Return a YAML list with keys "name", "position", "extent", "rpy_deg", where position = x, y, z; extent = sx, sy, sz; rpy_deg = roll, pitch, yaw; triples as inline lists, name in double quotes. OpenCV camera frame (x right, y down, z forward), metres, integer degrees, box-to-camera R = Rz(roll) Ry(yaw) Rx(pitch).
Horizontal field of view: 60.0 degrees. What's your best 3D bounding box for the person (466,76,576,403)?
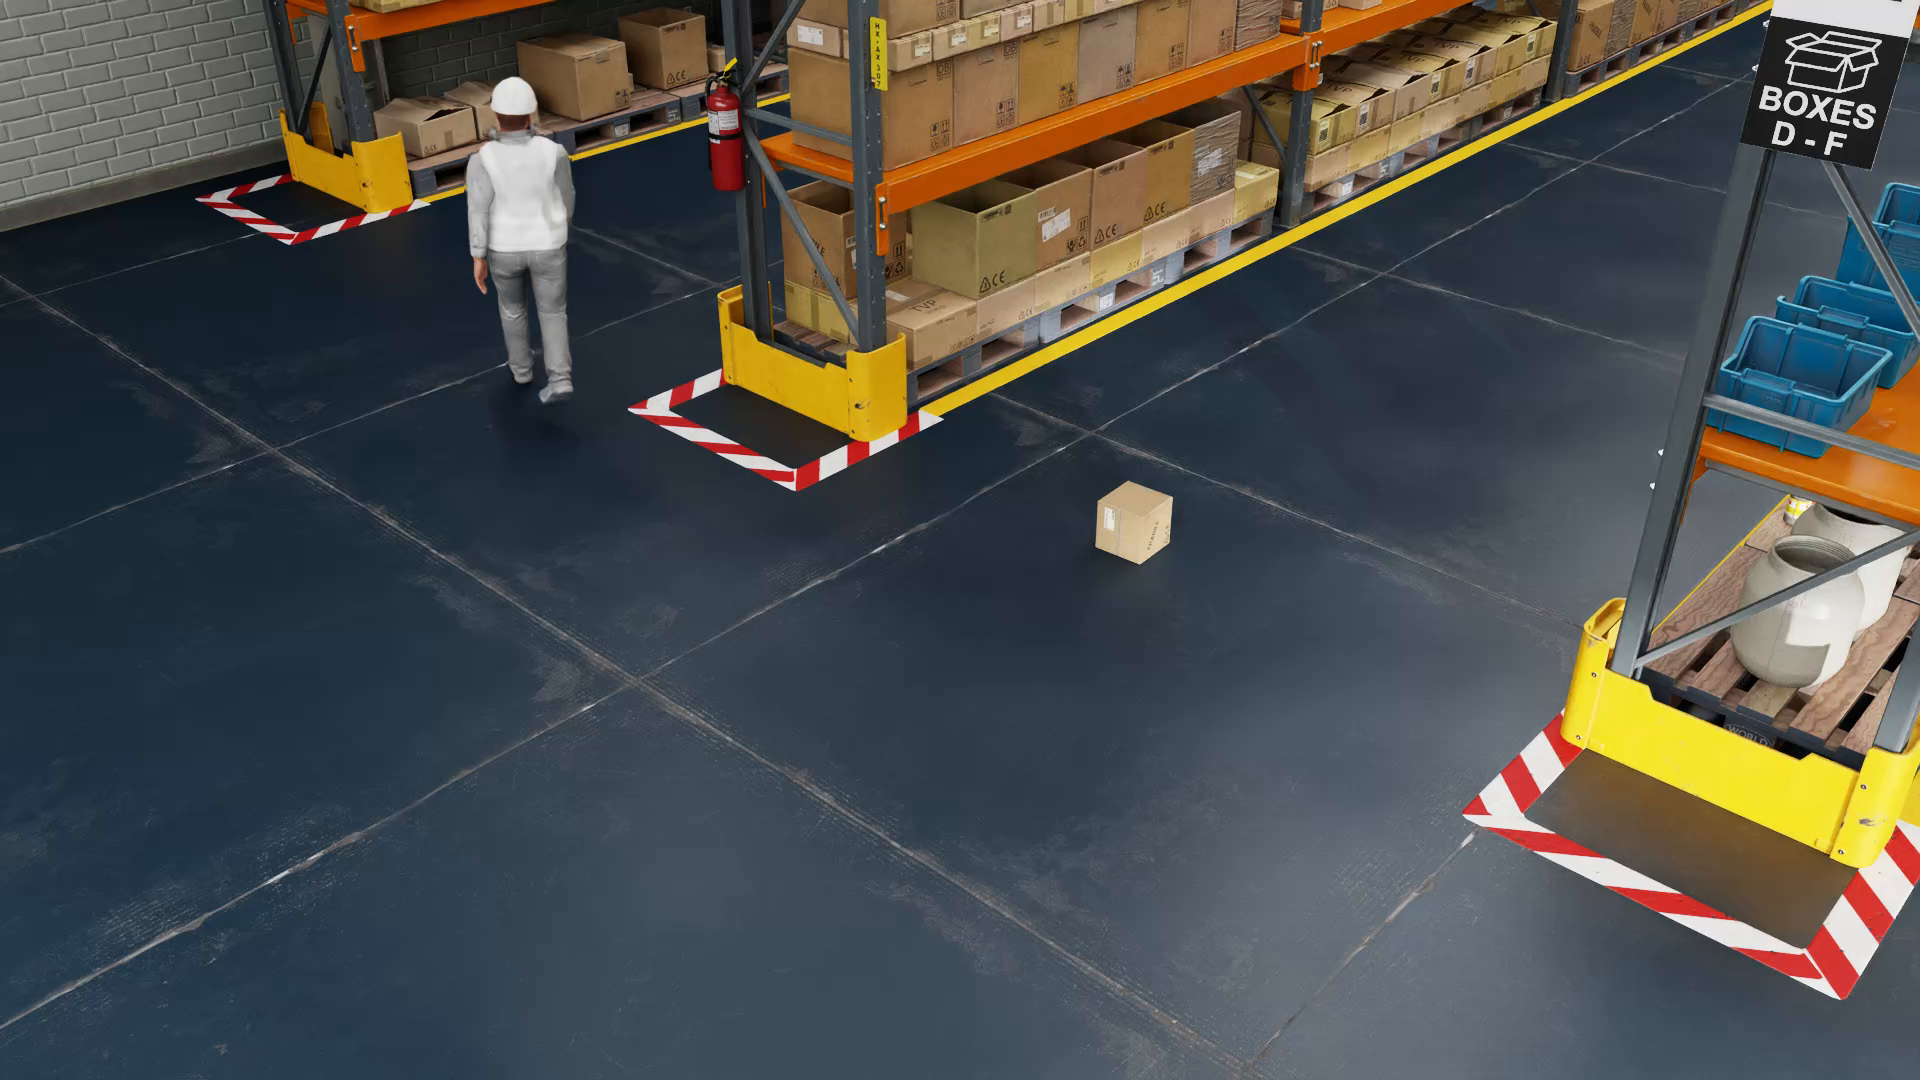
- name: "person"
  position: [-2.265, -1.550, 8.685]
  extent: [0.569, 1.734, 0.899]
  rpy_deg: [-9, 32, -14]
